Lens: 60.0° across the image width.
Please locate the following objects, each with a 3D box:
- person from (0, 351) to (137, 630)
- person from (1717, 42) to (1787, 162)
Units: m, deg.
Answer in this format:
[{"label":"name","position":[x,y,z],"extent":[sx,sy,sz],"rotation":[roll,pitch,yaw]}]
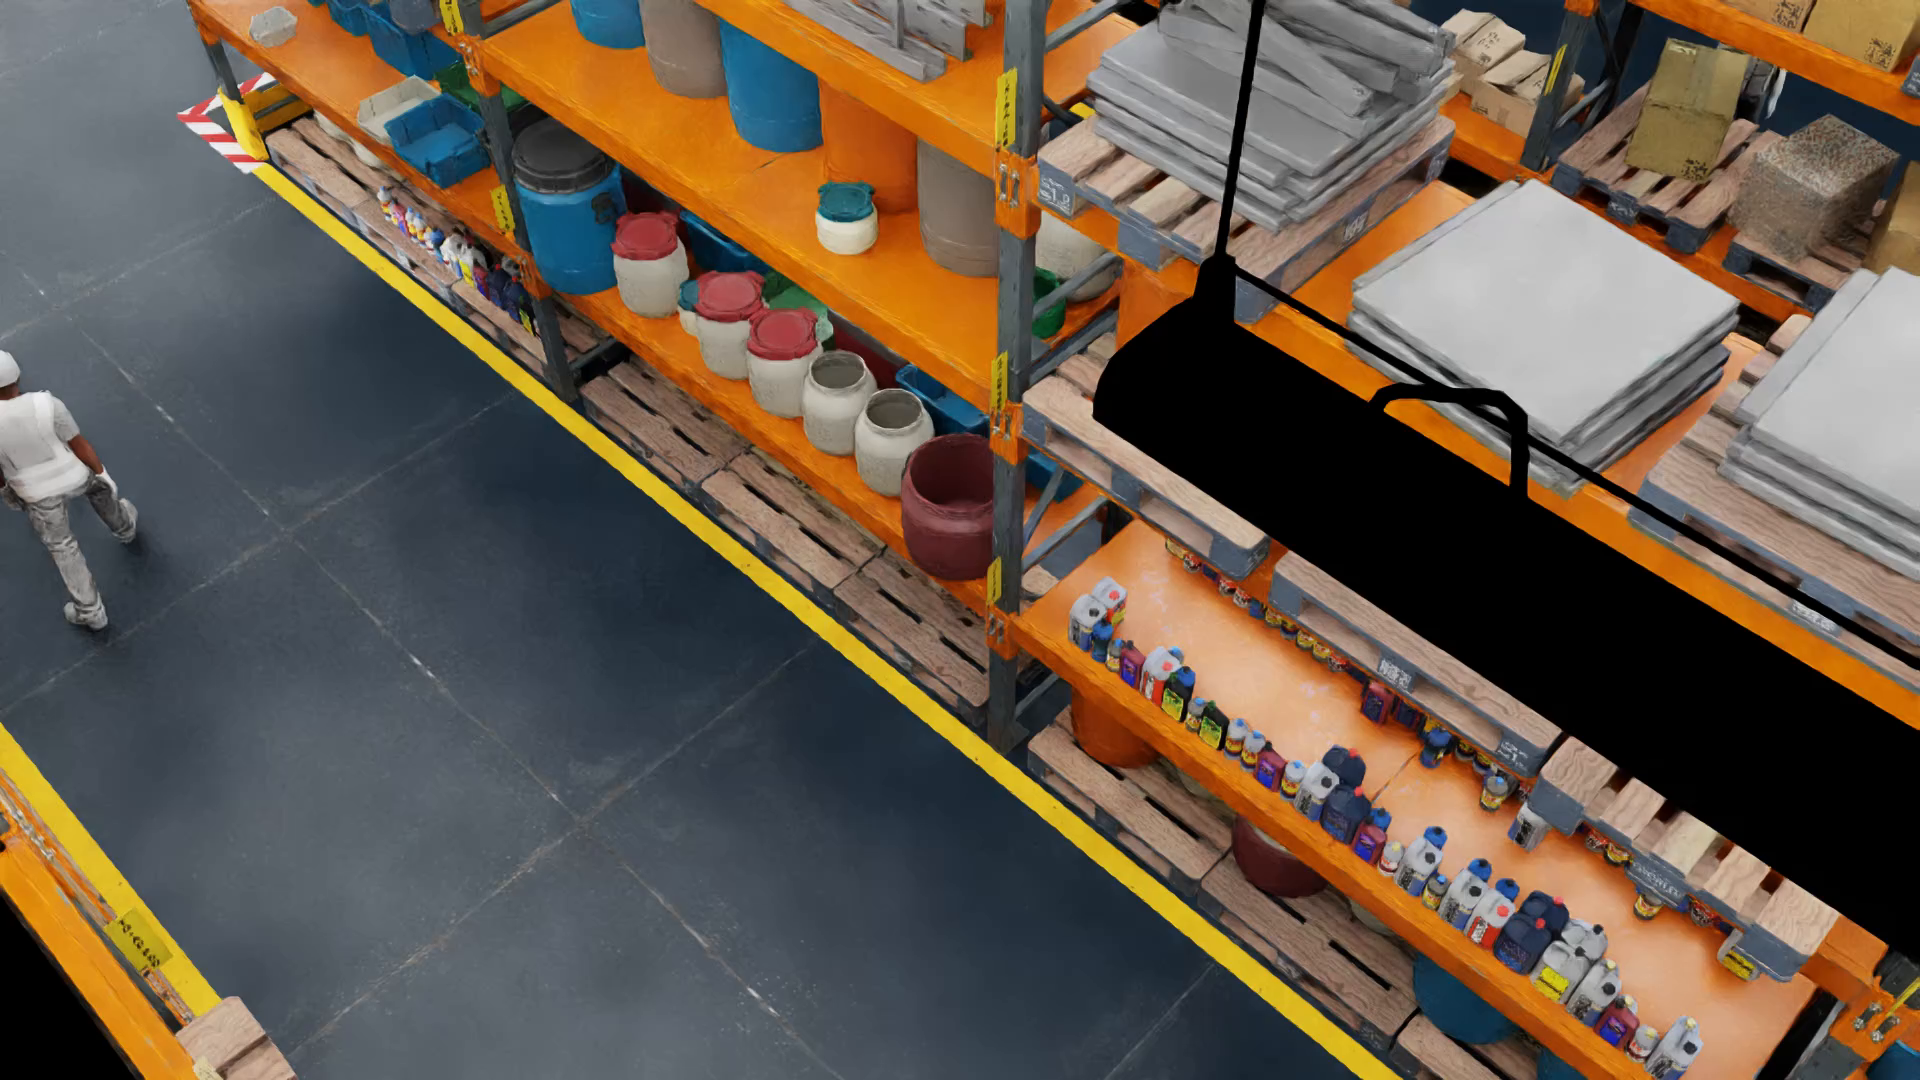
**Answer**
[{"label":"person","position":[-5.221,-0.352,9.569],"extent":[0.604,1.731,0.983],"rotation":[-21,53,-16]},{"label":"person","position":[5.612,-3.215,11.979],"extent":[0.531,1.679,0.408],"rotation":[11,51,9]}]
